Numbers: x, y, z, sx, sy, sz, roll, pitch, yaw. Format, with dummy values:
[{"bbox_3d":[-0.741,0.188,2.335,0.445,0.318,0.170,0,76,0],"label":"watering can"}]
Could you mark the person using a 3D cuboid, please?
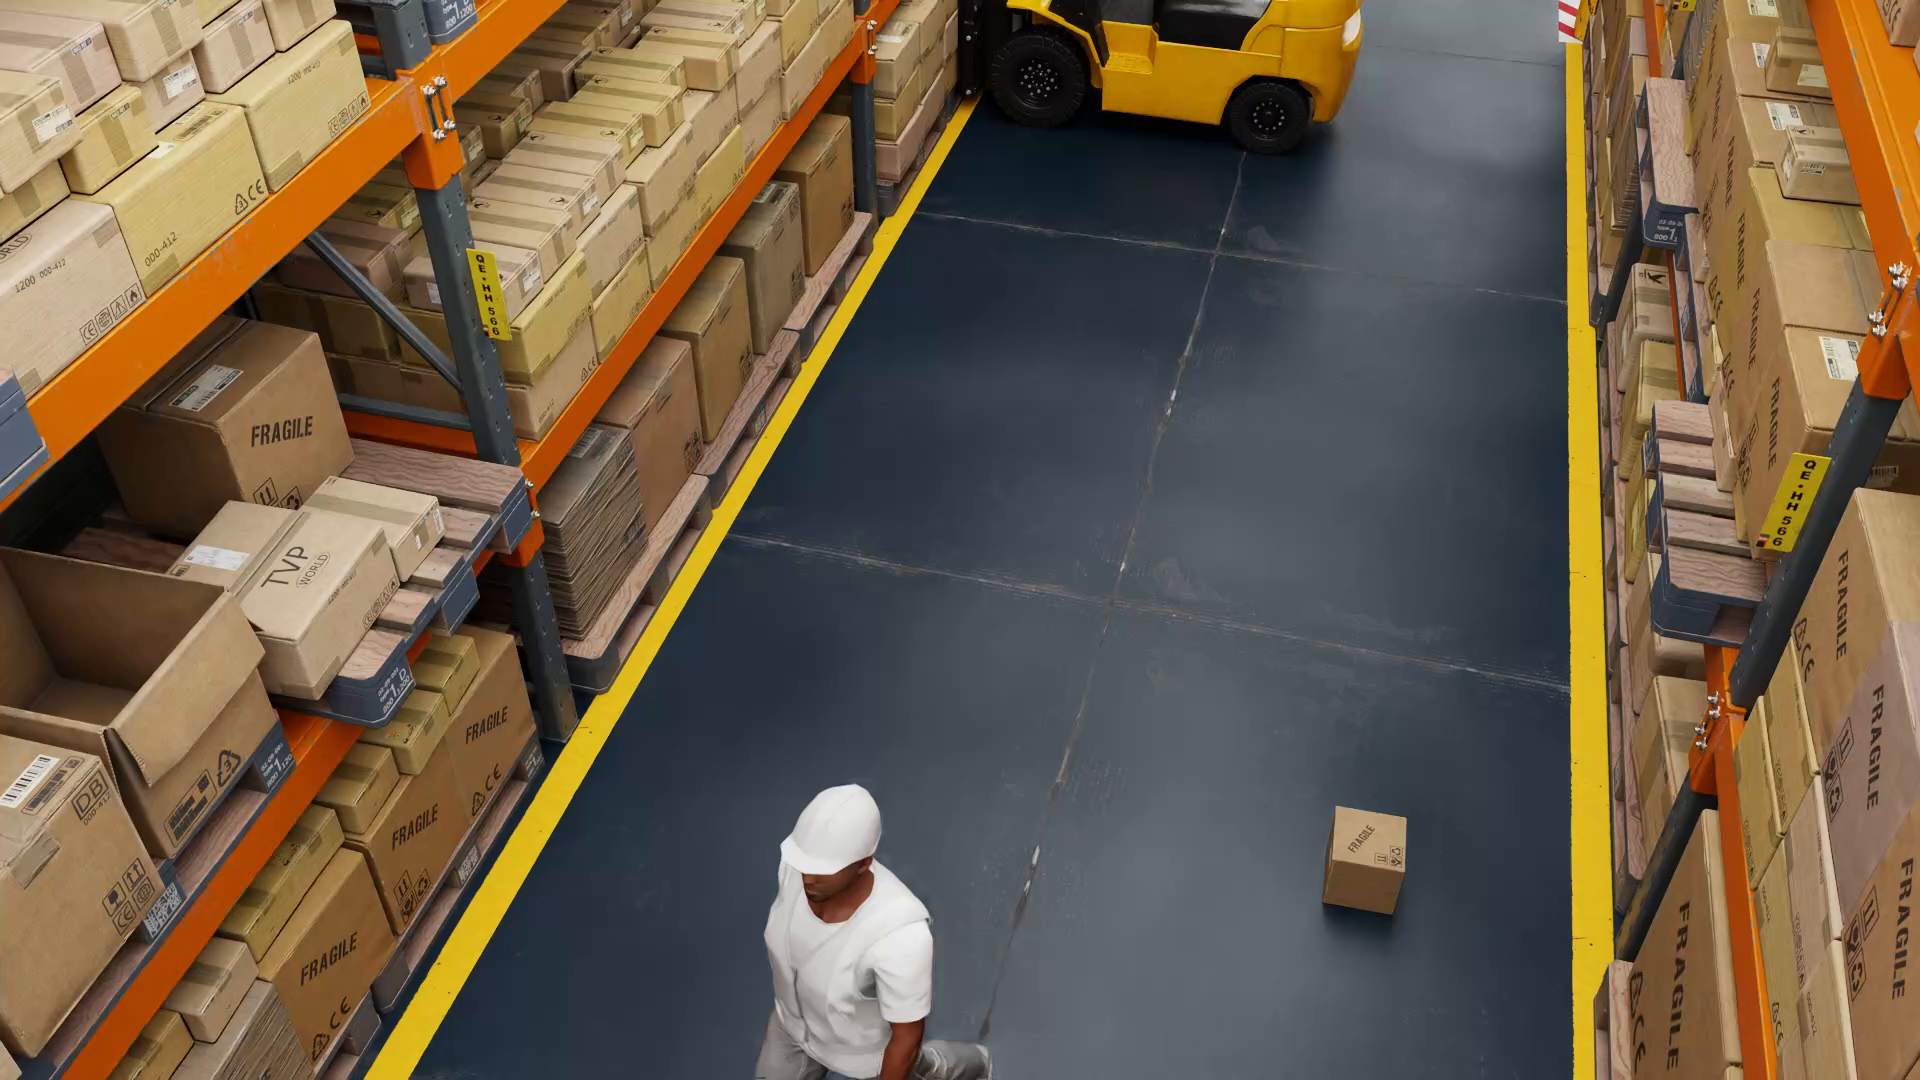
[{"bbox_3d":[-0.335,1.340,4.599,0.604,1.718,1.081,29,48,29],"label":"person"}]
